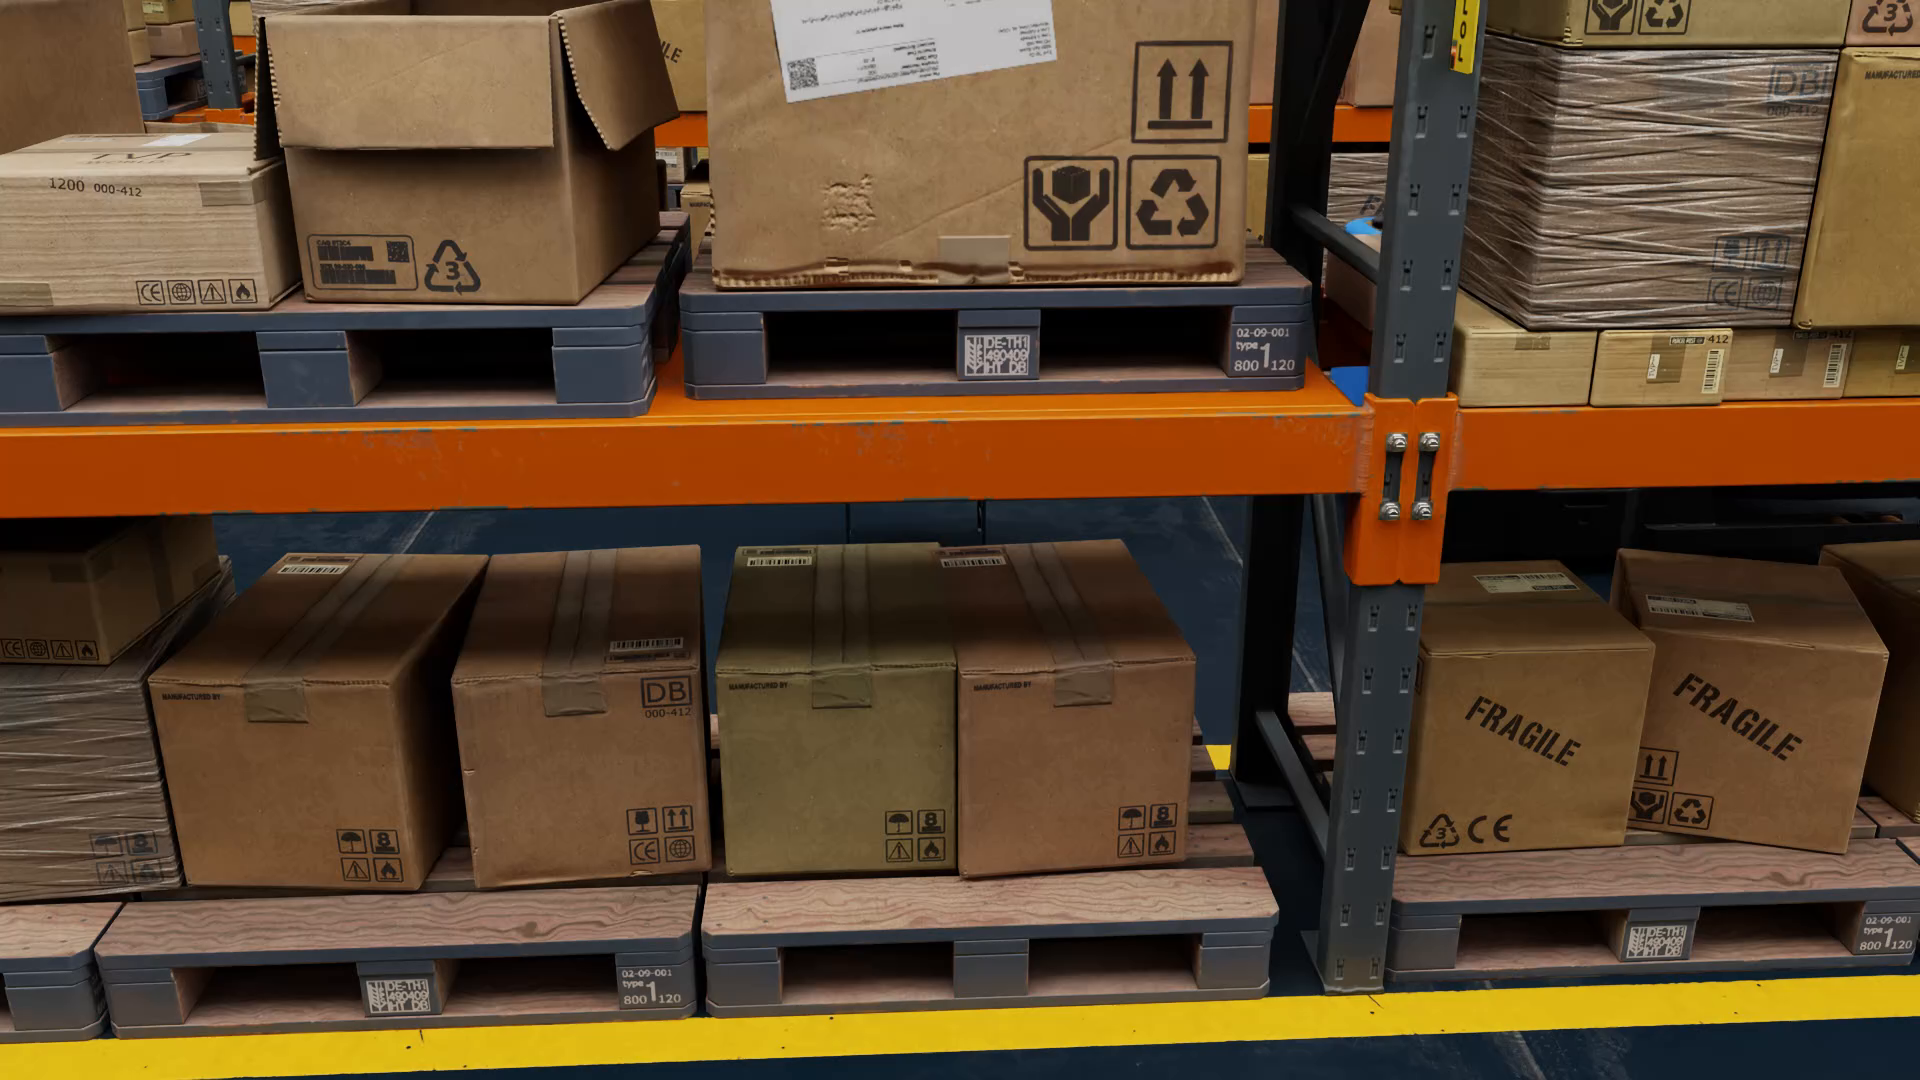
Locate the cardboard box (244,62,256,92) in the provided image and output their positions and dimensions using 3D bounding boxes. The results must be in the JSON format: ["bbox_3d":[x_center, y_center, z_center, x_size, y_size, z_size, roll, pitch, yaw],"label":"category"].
[{"bbox_3d":[-5.329,-3.245,12.826,0.875,0.875,0.875,-1,21,-2],"label":"cardboard box"}]

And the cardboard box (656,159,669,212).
[{"bbox_3d":[-1.874,-1.431,8.236,0.750,0.750,1.050,-1,21,-2],"label":"cardboard box"}]

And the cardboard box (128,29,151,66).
[{"bbox_3d":[-3.826,-2.193,7.427,0.250,0.149,0.380,-1,21,-2],"label":"cardboard box"}]

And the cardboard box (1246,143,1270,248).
[{"bbox_3d":[1.265,-1.559,8.397,0.875,0.875,0.875,-1,21,-2],"label":"cardboard box"}]

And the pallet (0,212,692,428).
[{"bbox_3d":[-1.204,-0.488,3.457,1.213,0.211,1.003,-1,21,-3],"label":"pallet"}]

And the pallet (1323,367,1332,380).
[{"bbox_3d":[1.397,-1.053,8.589,1.213,0.211,1.003,-1,21,-3],"label":"pallet"}]

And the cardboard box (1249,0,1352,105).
[{"bbox_3d":[1.549,-2.469,8.180,0.550,0.550,0.875,-1,21,-3],"label":"cardboard box"}]

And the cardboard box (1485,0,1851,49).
[{"bbox_3d":[1.279,-1.176,3.030,0.500,0.500,0.500,-1,21,-3],"label":"cardboard box"}]

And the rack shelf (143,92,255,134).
[{"bbox_3d":[-5.357,-1.910,7.933,4.000,0.370,1.077,-1,21,-3],"label":"rack shelf"}]

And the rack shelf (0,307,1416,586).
[{"bbox_3d":[-1.181,-0.227,3.514,4.000,0.370,1.077,-1,21,-3],"label":"rack shelf"}]

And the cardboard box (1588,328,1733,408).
[{"bbox_3d":[1.298,-0.385,3.269,0.250,0.149,0.380,-1,21,-3],"label":"cardboard box"}]

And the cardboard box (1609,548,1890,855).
[{"bbox_3d":[1.789,0.359,3.884,0.500,0.500,0.500,5,22,14],"label":"cardboard box"}]

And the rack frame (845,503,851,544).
[{"bbox_3d":[-0.409,-0.552,5.886,0.015,1.200,0.240,-1,21,-3],"label":"rack frame"}]

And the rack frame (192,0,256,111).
[{"bbox_3d":[-3.360,-2.287,7.912,0.127,3.000,1.000,-1,21,-3],"label":"rack frame"}]

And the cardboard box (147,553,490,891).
[{"bbox_3d":[-1.391,0.389,3.778,0.500,0.500,0.700,1,21,1],"label":"cardboard box"}]

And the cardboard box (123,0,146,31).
[{"bbox_3d":[-3.827,-2.333,7.378,0.250,0.149,0.380,-1,21,-2],"label":"cardboard box"}]

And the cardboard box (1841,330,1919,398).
[{"bbox_3d":[1.795,-0.408,3.330,0.250,0.149,0.380,-1,21,-3],"label":"cardboard box"}]

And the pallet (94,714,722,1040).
[{"bbox_3d":[-1.182,0.741,3.878,1.213,0.211,1.003,-1,21,-3],"label":"pallet"}]

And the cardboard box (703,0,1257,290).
[{"bbox_3d":[0.014,-1.114,3.399,1.000,1.000,1.000,-1,21,-3],"label":"cardboard box"}]

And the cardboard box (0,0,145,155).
[{"bbox_3d":[-2.089,-0.838,3.376,0.500,0.500,0.700,2,21,5],"label":"cardboard box"}]

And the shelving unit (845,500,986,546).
[{"bbox_3d":[-0.165,-0.557,5.899,0.503,1.200,0.258,-1,21,-3],"label":"shelving unit"}]

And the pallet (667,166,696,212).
[{"bbox_3d":[-1.748,-2.779,13.124,1.213,0.211,1.003,-1,21,-3],"label":"pallet"}]

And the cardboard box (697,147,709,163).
[{"bbox_3d":[-1.685,-3.051,13.021,0.625,0.372,0.950,0,21,-1],"label":"cardboard box"}]

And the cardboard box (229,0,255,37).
[{"bbox_3d":[-5.246,-3.850,12.229,0.500,0.250,0.500,-1,21,-4],"label":"cardboard box"}]

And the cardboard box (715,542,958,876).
[{"bbox_3d":[-0.276,0.366,3.838,0.500,0.500,0.700,-1,21,-3],"label":"cardboard box"}]

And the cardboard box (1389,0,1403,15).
[{"bbox_3d":[1.249,-1.364,3.524,0.500,0.500,0.500,-1,21,-3],"label":"cardboard box"}]

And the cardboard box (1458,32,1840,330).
[{"bbox_3d":[1.268,-0.777,3.388,0.500,0.500,0.875,-1,21,-3],"label":"cardboard box"}]

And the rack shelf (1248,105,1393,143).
[{"bbox_3d":[2.630,-2.073,8.360,4.000,0.370,1.077,-1,21,-3],"label":"rack shelf"}]

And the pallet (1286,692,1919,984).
[{"bbox_3d":[1.484,0.673,4.057,1.213,0.211,1.003,-1,21,-3],"label":"pallet"}]

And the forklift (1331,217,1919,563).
[{"bbox_3d":[2.982,-1.469,5.859,3.031,2.935,1.130,-2,21,-4],"label":"forklift"}]

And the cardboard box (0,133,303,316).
[{"bbox_3d":[-1.491,-0.601,3.106,0.500,0.250,0.500,-2,21,-5],"label":"cardboard box"}]

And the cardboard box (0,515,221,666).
[{"bbox_3d":[-1.982,0.051,3.613,0.500,0.250,0.500,1,21,3],"label":"cardboard box"}]

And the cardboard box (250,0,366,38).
[{"bbox_3d":[-2.896,-2.247,7.666,0.500,0.500,0.500,-1,21,-2],"label":"cardboard box"}]
